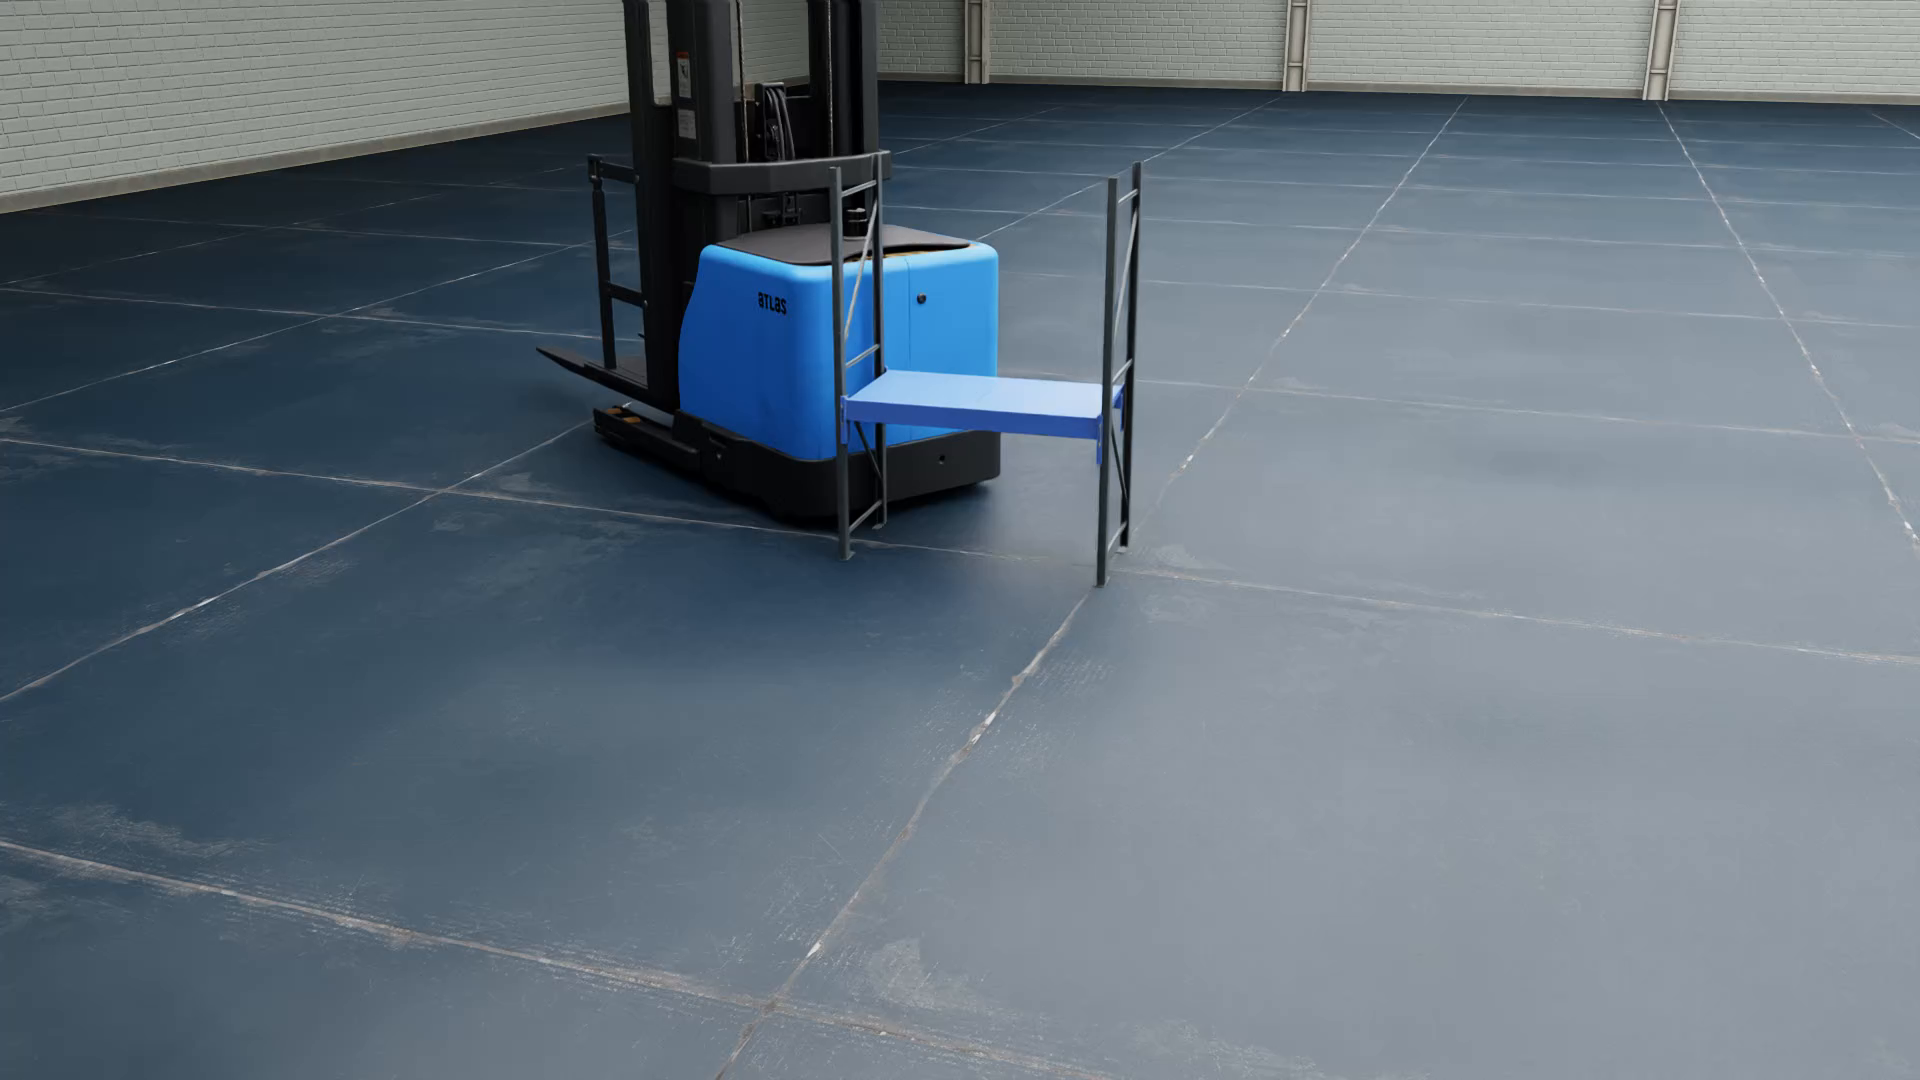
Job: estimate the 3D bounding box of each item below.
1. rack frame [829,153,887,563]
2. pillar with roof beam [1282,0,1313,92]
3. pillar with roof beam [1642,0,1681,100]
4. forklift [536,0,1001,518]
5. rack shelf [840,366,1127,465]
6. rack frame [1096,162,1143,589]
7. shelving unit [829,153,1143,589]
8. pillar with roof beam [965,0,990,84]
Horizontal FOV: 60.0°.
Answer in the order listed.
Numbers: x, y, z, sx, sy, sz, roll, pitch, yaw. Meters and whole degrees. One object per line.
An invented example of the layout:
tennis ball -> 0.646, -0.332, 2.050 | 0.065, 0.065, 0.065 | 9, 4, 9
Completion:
rack frame -> -0.386, -0.701, 6.425 | 0.032, 1.500, 0.500 | 5, 20, 15
pillar with roof beam -> 4.578, -10.955, 24.448 | 0.400, 9.000, 9.100 | 7, 20, 18
pillar with roof beam -> 10.245, -10.307, 22.589 | 0.400, 9.000, 9.100 | 7, 20, 18
forklift -> -1.116, -1.892, 7.668 | 1.130, 2.935, 3.031 | -14, 24, -35
rack shelf -> 0.102, -0.485, 6.351 | 1.000, 0.185, 0.538 | 5, 20, 15
rack frame -> 0.591, -0.608, 6.158 | 0.032, 1.500, 0.500 | 5, 20, 15
shelving unit -> 0.102, -0.655, 6.291 | 1.048, 1.500, 0.538 | 5, 20, 15
pillar with roof beam -> -1.090, -11.603, 26.307 | 0.400, 9.000, 9.100 | 7, 20, 18
